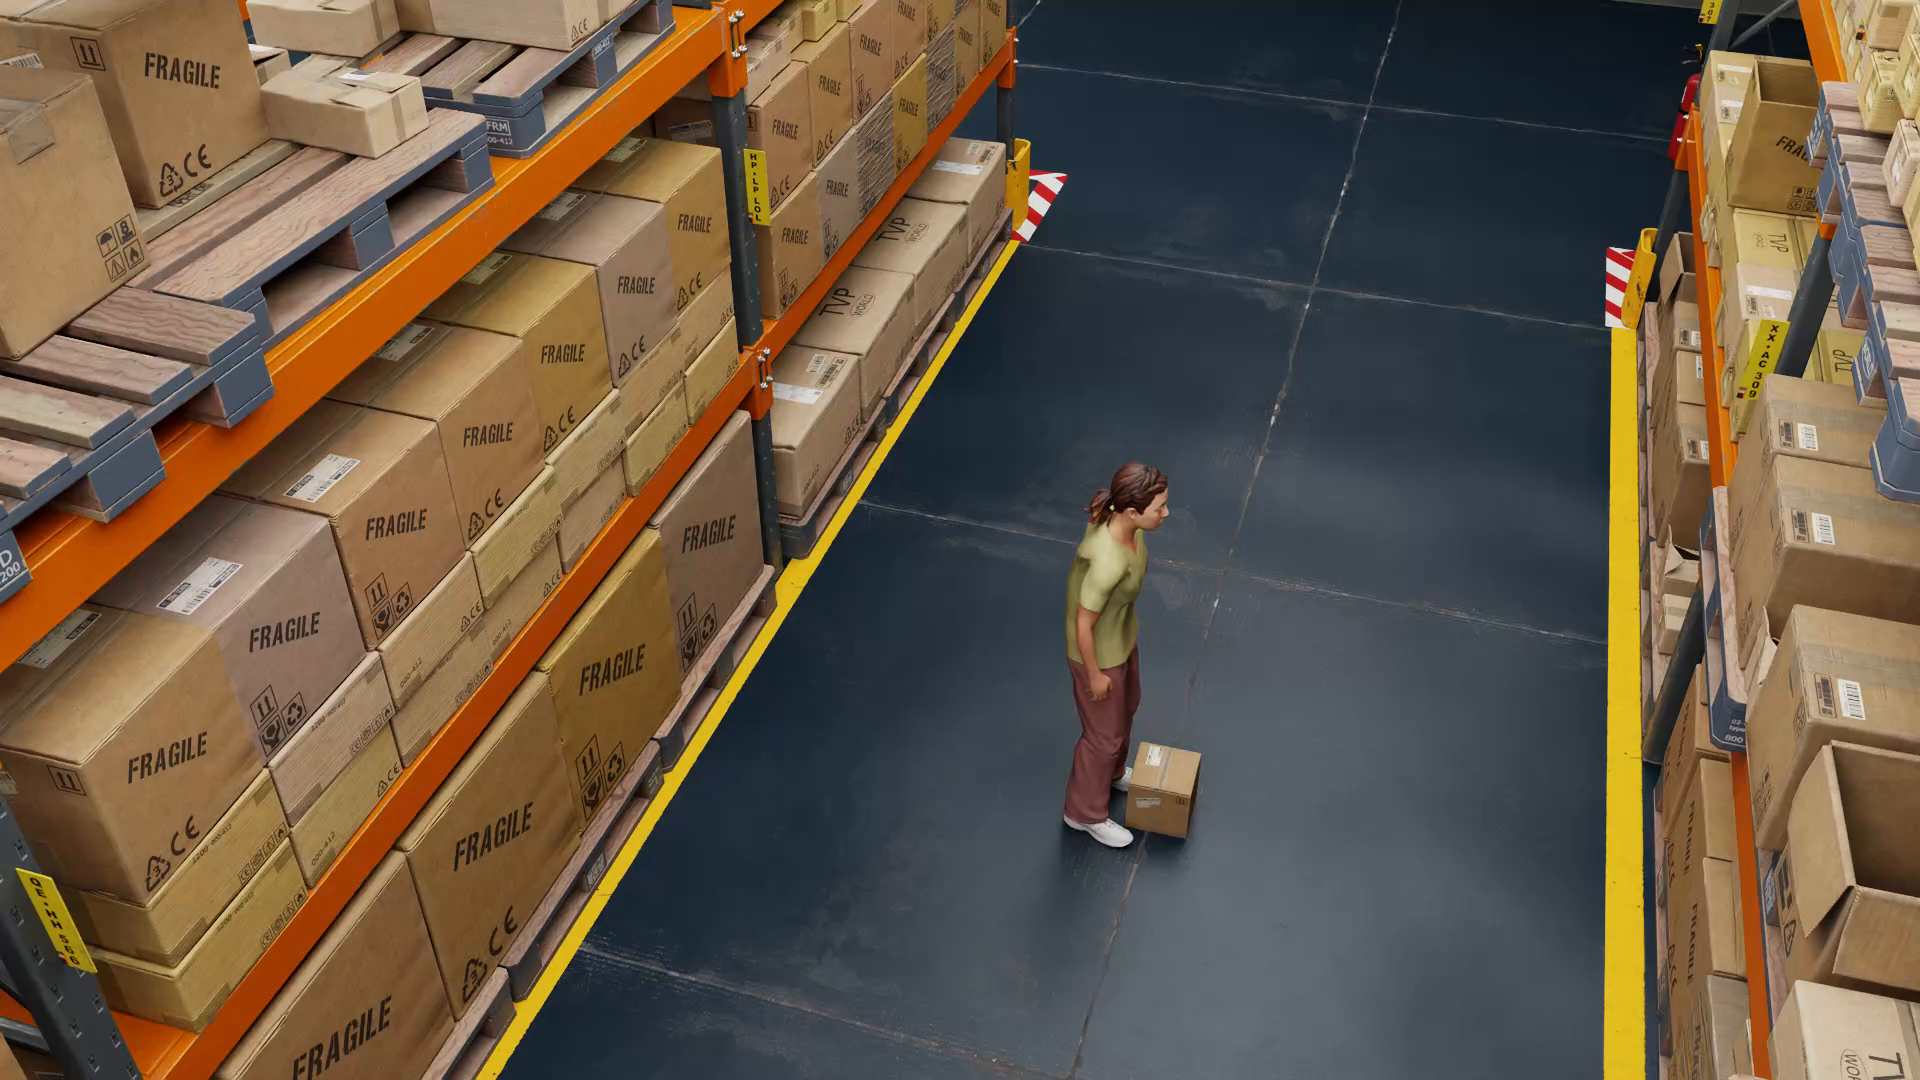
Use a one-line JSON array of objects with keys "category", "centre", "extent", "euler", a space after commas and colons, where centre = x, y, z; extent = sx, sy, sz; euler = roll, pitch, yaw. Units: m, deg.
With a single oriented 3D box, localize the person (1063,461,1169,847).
[{"category": "person", "centre": [0.584, 0.409, 6.353], "extent": [0.365, 1.672, 0.498], "euler": [11, 39, 14]}]
